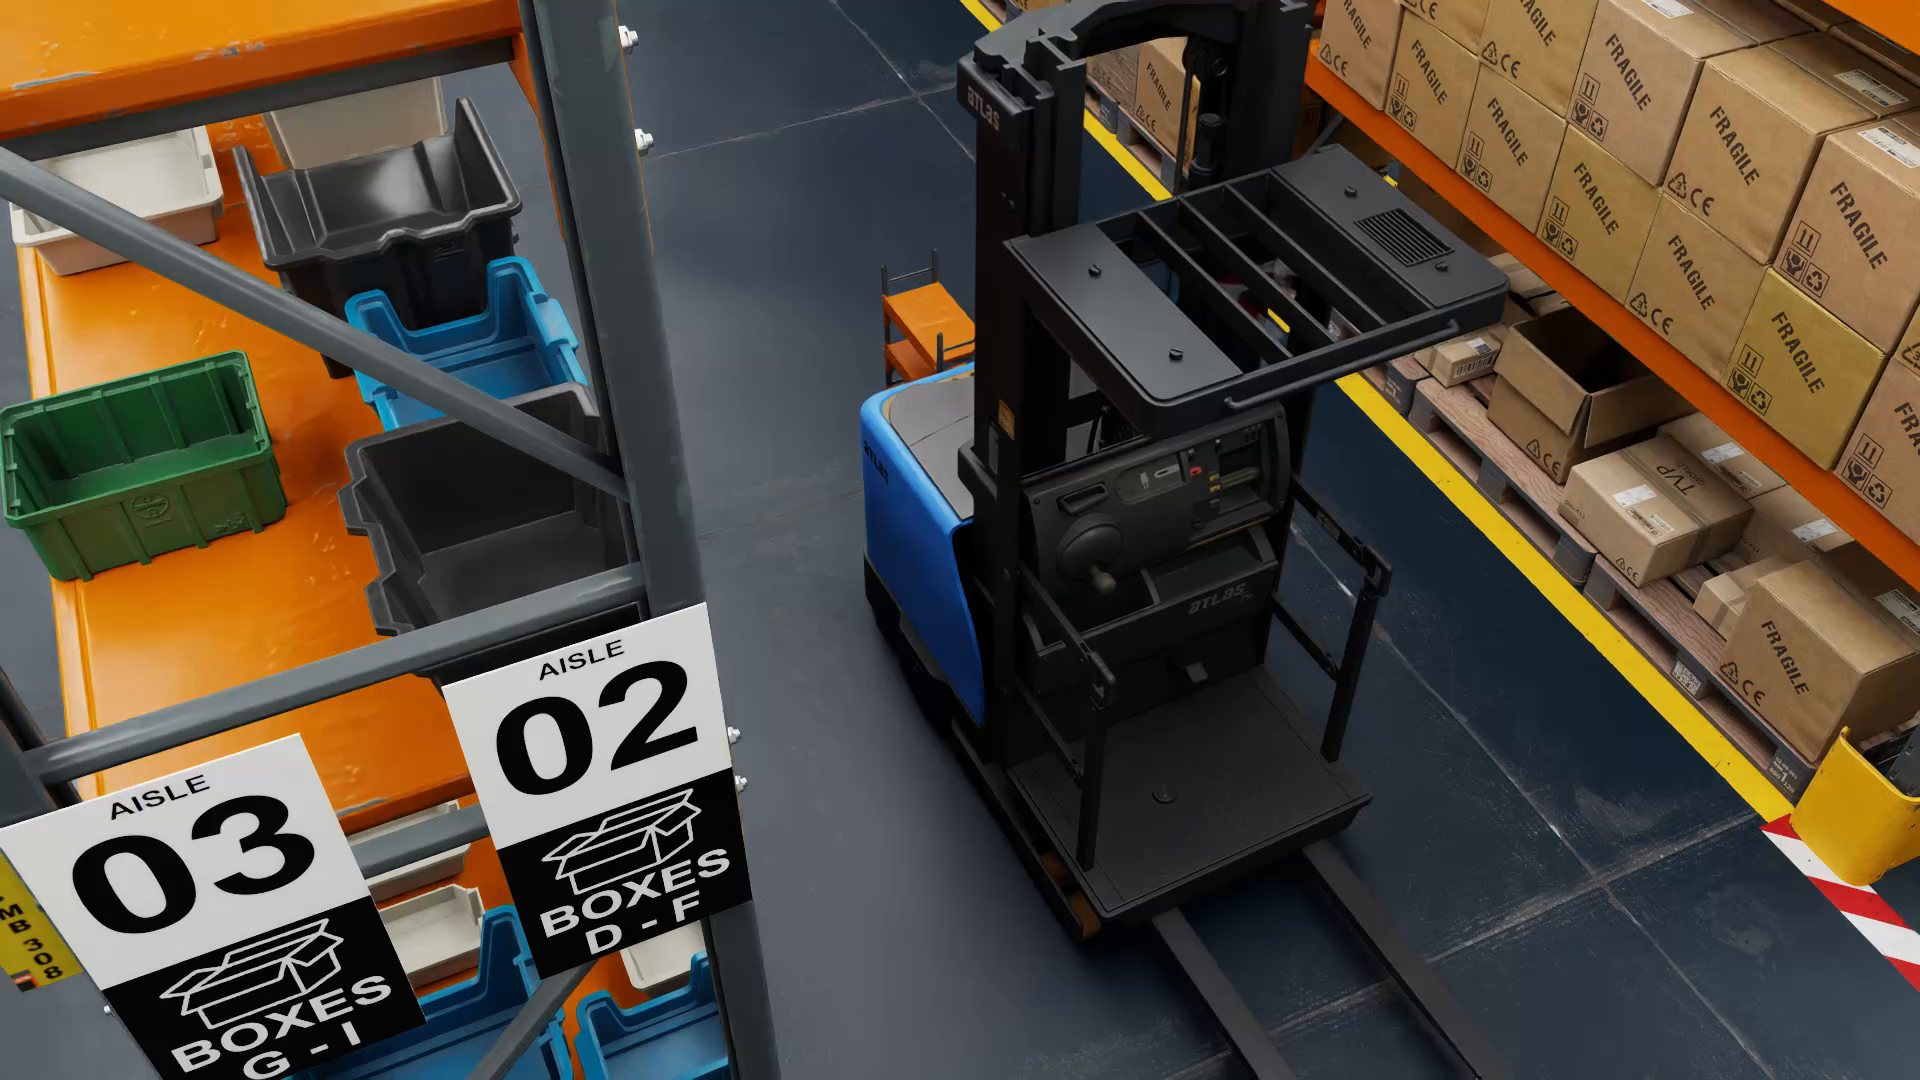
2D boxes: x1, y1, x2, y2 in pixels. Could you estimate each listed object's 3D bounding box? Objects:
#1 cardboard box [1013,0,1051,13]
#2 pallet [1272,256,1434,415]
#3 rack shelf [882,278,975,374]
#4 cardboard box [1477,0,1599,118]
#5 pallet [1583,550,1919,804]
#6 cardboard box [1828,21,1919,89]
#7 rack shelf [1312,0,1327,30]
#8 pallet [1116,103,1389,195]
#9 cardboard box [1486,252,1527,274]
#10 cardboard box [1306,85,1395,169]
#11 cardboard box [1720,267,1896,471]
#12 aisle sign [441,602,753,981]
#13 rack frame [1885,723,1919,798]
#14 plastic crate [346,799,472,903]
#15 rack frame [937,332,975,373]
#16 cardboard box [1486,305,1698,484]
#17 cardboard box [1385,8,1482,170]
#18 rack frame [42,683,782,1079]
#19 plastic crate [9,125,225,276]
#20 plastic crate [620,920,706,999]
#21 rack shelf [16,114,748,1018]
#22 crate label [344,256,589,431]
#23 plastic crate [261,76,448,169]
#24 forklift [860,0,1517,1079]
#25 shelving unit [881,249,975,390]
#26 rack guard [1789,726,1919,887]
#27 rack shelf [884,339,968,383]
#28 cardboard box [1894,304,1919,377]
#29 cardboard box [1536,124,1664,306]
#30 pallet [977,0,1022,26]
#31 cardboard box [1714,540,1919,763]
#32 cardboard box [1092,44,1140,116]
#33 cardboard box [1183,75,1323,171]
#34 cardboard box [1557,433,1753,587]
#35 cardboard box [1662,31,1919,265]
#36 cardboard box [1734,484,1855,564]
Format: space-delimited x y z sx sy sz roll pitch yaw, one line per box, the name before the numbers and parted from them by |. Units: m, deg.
cardboard box | 0.639 -3.399 9.894 0.500 0.500 0.500 -19 48 -18
pallet | 2.245 -1.180 8.164 1.003 0.211 1.213 -18 47 -17
rack shelf | -0.088 -0.807 6.523 0.258 0.148 0.480 -20 48 -19
cardboard box | 2.333 -1.962 6.189 0.500 0.500 0.500 -19 48 -19
pallet | 3.271 0.375 6.588 1.003 0.211 1.213 -18 47 -17
cardboard box | 3.259 -1.465 5.684 0.500 0.500 0.500 -17 47 -17
rack shelf | 1.116 -3.629 9.173 1.077 0.370 4.000 -18 47 -17
pallet | 1.581 -2.125 9.122 1.003 0.211 1.213 -18 47 -17
cardboard box | 2.666 -1.251 7.968 0.380 0.149 0.250 -18 47 -17
cardboard box | 1.975 -2.257 8.737 0.500 0.500 0.500 -20 48 -19
cardboard box | 2.982 -0.631 5.552 0.500 0.500 0.500 -18 47 -17
aisle sign | -0.557 0.432 2.694 0.394 0.787 0.004 -18 47 -17
rack frame | 3.639 -0.061 5.045 1.000 3.000 0.127 -18 47 -17
plastic crate | -1.473 0.817 4.301 0.396 0.136 0.243 -18 47 -17
rack frame | 0.023 -0.375 6.645 0.240 1.200 0.015 -20 48 -19
cardboard box | 2.752 -0.682 7.139 0.797 0.503 0.637 -18 47 -17
cardboard box | 2.142 -1.915 6.853 0.500 0.500 0.500 -17 47 -17
rack frame | -0.857 1.399 3.565 1.000 3.000 0.127 -18 47 -17
plastic crate | -1.951 -0.818 3.864 0.437 0.136 0.530 -18 47 -17
plastic crate | -0.722 0.988 4.127 0.250 0.136 0.298 -18 47 -17
rack shelf | -1.698 -0.687 4.056 1.077 0.370 4.000 -18 47 -17
crate label | -0.952 -0.299 3.256 0.408 0.251 0.502 -18 47 -17
plastic crate | -1.509 -1.130 4.077 0.437 0.282 0.530 -18 47 -17
forklift | 0.732 -0.034 5.067 1.130 2.935 3.031 -20 48 -19
shelving unit | -0.088 -0.528 6.799 0.258 1.200 0.503 -20 48 -19
rack guard | 3.607 0.780 5.972 1.175 0.500 0.348 -18 47 -17
rack shelf | -0.088 -0.639 6.690 0.258 0.148 0.480 -20 48 -19
cardboard box | 3.202 -0.655 4.864 0.500 0.500 0.500 -18 48 -18
cardboard box | 2.566 -1.272 6.201 0.500 0.500 0.500 -19 48 -18
pallet | 0.555 -3.680 10.698 1.003 0.211 1.213 -18 47 -17
cardboard box | 3.187 0.398 6.046 0.500 0.500 0.500 -18 47 -17
cardboard box | 1.079 -2.744 9.231 0.500 0.500 0.500 -17 47 -17
cardboard box | 1.490 -2.107 8.585 0.500 0.500 0.500 -18 47 -18
cardboard box | 2.815 -0.127 6.756 0.500 0.250 0.500 -18 47 -17
cardboard box | 2.767 -1.306 5.524 0.500 0.500 0.500 -17 47 -16
cardboard box | 3.457 0.012 6.615 0.500 0.250 0.500 -18 47 -17
